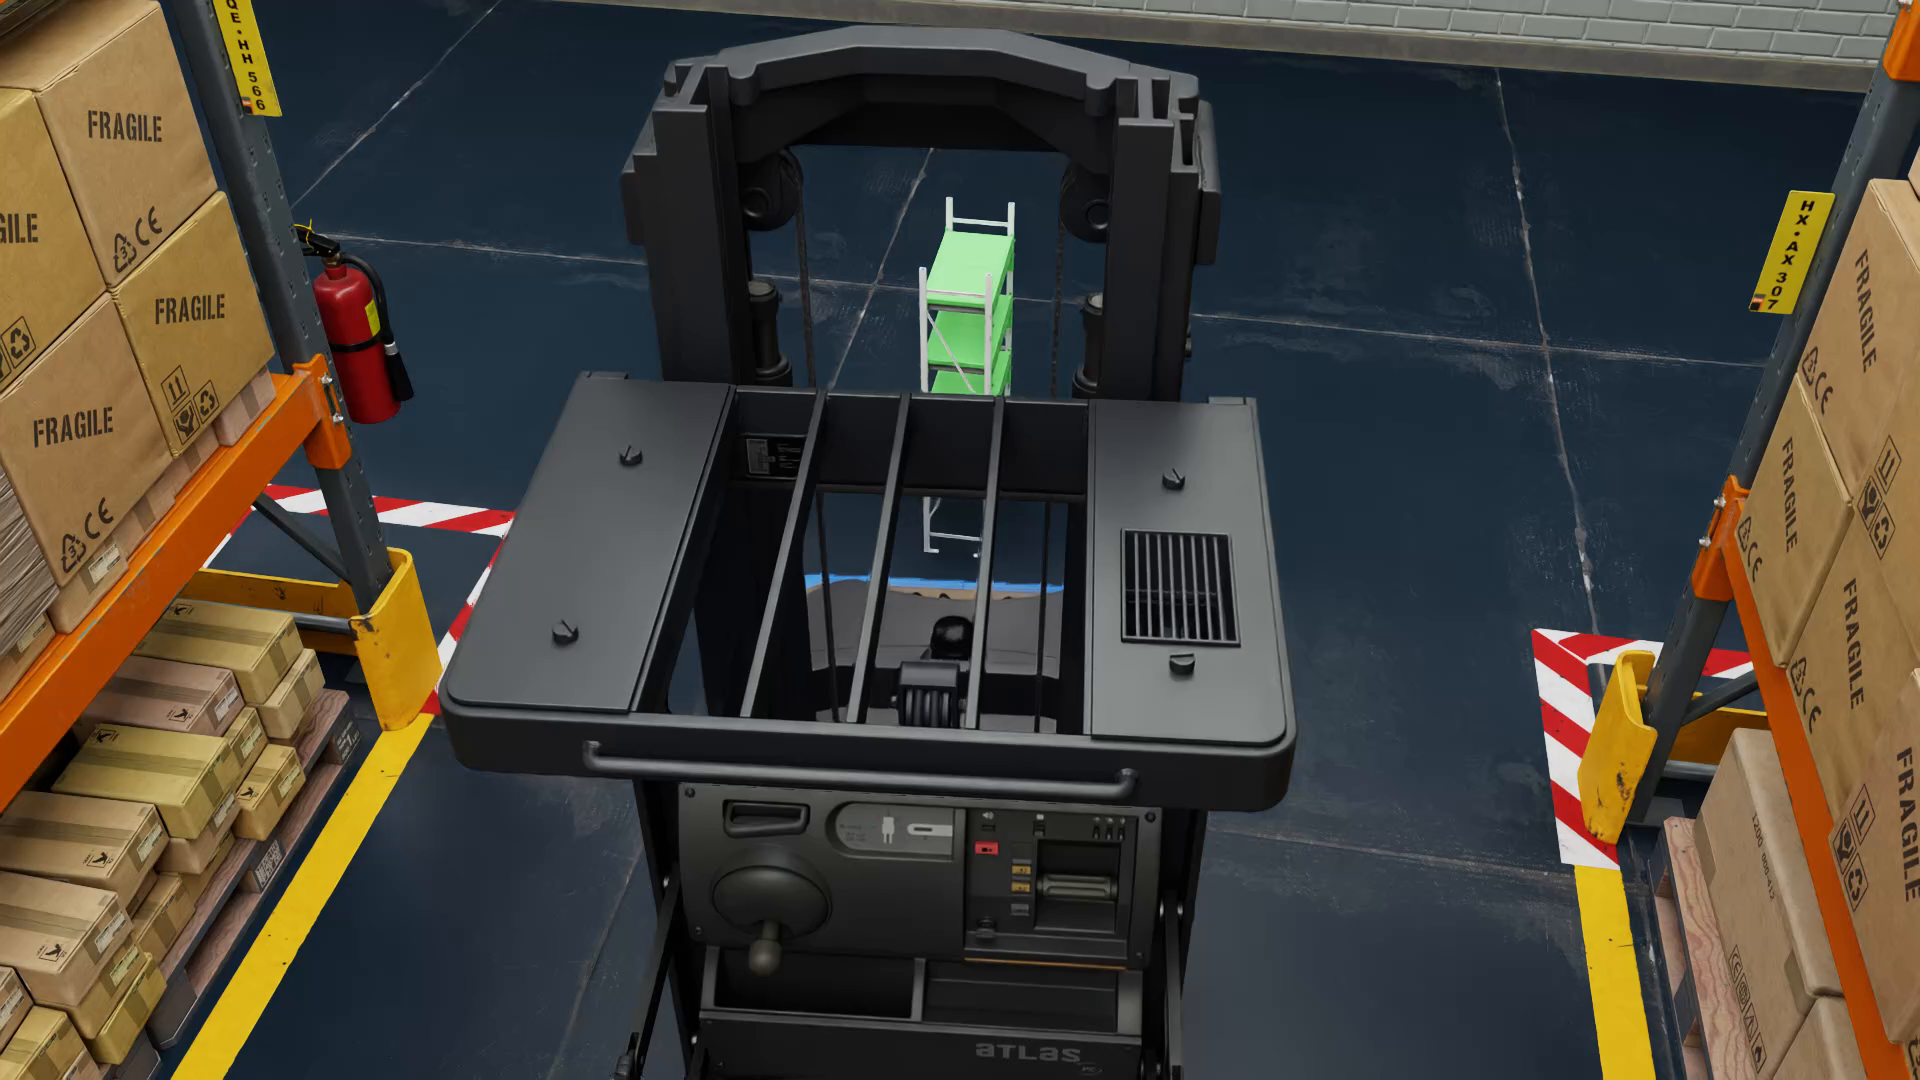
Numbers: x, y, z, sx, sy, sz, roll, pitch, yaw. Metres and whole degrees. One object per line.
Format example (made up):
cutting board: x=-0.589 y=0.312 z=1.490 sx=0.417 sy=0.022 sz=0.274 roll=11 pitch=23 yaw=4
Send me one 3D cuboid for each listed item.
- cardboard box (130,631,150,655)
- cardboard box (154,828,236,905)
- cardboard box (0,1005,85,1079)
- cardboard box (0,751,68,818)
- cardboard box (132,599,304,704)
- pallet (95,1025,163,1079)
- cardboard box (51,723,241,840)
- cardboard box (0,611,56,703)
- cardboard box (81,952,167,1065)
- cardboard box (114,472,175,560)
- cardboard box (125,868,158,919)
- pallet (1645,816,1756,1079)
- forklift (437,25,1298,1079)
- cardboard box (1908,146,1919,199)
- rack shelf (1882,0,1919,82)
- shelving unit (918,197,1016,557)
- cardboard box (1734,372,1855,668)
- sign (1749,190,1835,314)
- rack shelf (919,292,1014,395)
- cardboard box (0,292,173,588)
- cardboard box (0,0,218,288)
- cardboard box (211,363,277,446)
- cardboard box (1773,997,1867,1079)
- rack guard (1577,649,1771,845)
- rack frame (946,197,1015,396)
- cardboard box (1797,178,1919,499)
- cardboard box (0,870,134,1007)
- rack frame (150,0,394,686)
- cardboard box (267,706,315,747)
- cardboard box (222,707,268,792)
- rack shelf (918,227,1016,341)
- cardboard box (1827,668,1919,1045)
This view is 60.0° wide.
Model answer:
cardboard box: x=-2.700 y=0.384 z=5.106 sx=0.380 sy=0.149 sz=0.250 roll=8 pitch=40 yaw=10
cardboard box: x=-2.318 y=0.880 z=4.739 sx=0.380 sy=0.149 sz=0.250 roll=6 pitch=40 yaw=7
cardboard box: x=-2.395 y=1.258 z=4.049 sx=0.380 sy=0.149 sz=0.250 roll=8 pitch=40 yaw=10
cardboard box: x=-2.759 y=0.713 z=4.708 sx=0.380 sy=0.149 sz=0.250 roll=7 pitch=40 yaw=8
cardboard box: x=-2.199 y=0.329 z=4.939 sx=0.380 sy=0.149 sz=0.250 roll=7 pitch=40 yaw=8
pallet: x=-2.759 y=1.653 z=4.085 sx=1.003 sy=0.211 sz=1.213 roll=6 pitch=40 yaw=8
cardboard box: x=-2.219 y=0.657 z=4.542 sx=0.380 sy=0.149 sz=0.250 roll=6 pitch=40 yaw=7
cardboard box: x=-2.339 y=0.230 z=3.815 sx=0.380 sy=0.149 sz=0.250 roll=5 pitch=40 yaw=6
cardboard box: x=-2.330 y=1.204 z=4.348 sx=0.380 sy=0.149 sz=0.250 roll=5 pitch=40 yaw=6
cardboard box: x=-2.243 y=-0.095 z=4.208 sx=0.380 sy=0.149 sz=0.250 roll=6 pitch=40 yaw=7
cardboard box: x=-2.403 y=0.930 z=4.446 sx=0.380 sy=0.149 sz=0.250 roll=6 pitch=40 yaw=7
pallet: x=2.475 y=1.329 z=4.477 sx=1.003 sy=0.211 sz=1.213 roll=6 pitch=40 yaw=8
forklift: x=-0.094 y=0.737 z=3.059 sx=1.130 sy=2.935 sz=3.031 roll=3 pitch=40 yaw=3
cardboard box: x=2.202 y=-0.738 z=3.416 sx=0.380 sy=0.149 sz=0.250 roll=7 pitch=40 yaw=9
rack shelf: x=2.190 y=0.120 z=1.961 sx=1.077 sy=0.370 sz=4.000 roll=6 pitch=40 yaw=8
shelving unit: x=0.029 y=-0.566 z=5.993 sx=0.258 sy=1.200 sz=0.503 roll=6 pitch=40 yaw=8
cardboard box: x=2.170 y=-0.025 z=3.848 sx=0.500 sy=0.500 sz=0.500 roll=6 pitch=40 yaw=7
sign: x=1.990 y=-0.685 z=3.983 sx=0.100 sy=0.325 sz=0.005 roll=6 pitch=40 yaw=8
rack shelf: x=0.029 y=-0.702 z=5.881 sx=0.258 sy=0.148 sz=0.480 roll=6 pitch=40 yaw=8
cardboard box: x=-2.275 y=-0.259 z=3.897 sx=0.500 sy=0.500 sz=0.500 roll=6 pitch=40 yaw=7
cardboard box: x=-2.191 y=-0.963 z=3.964 sx=0.500 sy=0.500 sz=0.500 roll=6 pitch=40 yaw=7
cardboard box: x=-2.135 y=-0.406 z=4.584 sx=0.380 sy=0.149 sz=0.250 roll=6 pitch=40 yaw=8
cardboard box: x=2.370 y=1.570 z=3.678 sx=0.875 sy=0.438 sz=0.875 roll=7 pitch=40 yaw=9
rack guard: x=2.540 y=0.692 z=5.021 sx=1.175 sy=0.500 sz=0.348 roll=6 pitch=40 yaw=8
rack frame: x=0.071 y=-0.719 z=6.179 sx=0.240 sy=1.200 sz=0.015 roll=6 pitch=40 yaw=8
cardboard box: x=2.172 y=-0.410 z=3.529 sx=0.500 sy=0.500 sz=0.500 roll=6 pitch=40 yaw=7
cardboard box: x=-2.318 y=0.987 z=4.143 sx=0.380 sy=0.149 sz=0.250 roll=8 pitch=40 yaw=9
rack frame: x=-2.357 y=-0.739 z=4.789 sx=1.000 sy=3.000 sz=0.127 roll=6 pitch=40 yaw=8
cardboard box: x=-2.243 y=0.552 z=5.137 sx=0.380 sy=0.149 sz=0.250 roll=7 pitch=40 yaw=8
cardboard box: x=-2.265 y=0.604 z=4.839 sx=0.380 sy=0.149 sz=0.250 roll=6 pitch=40 yaw=7
rack shelf: x=0.029 y=-0.887 z=5.728 sx=0.258 sy=0.148 sz=0.480 roll=6 pitch=40 yaw=8
cardboard box: x=2.004 y=0.613 z=3.077 sx=0.500 sy=0.500 sz=0.500 roll=6 pitch=40 yaw=7
